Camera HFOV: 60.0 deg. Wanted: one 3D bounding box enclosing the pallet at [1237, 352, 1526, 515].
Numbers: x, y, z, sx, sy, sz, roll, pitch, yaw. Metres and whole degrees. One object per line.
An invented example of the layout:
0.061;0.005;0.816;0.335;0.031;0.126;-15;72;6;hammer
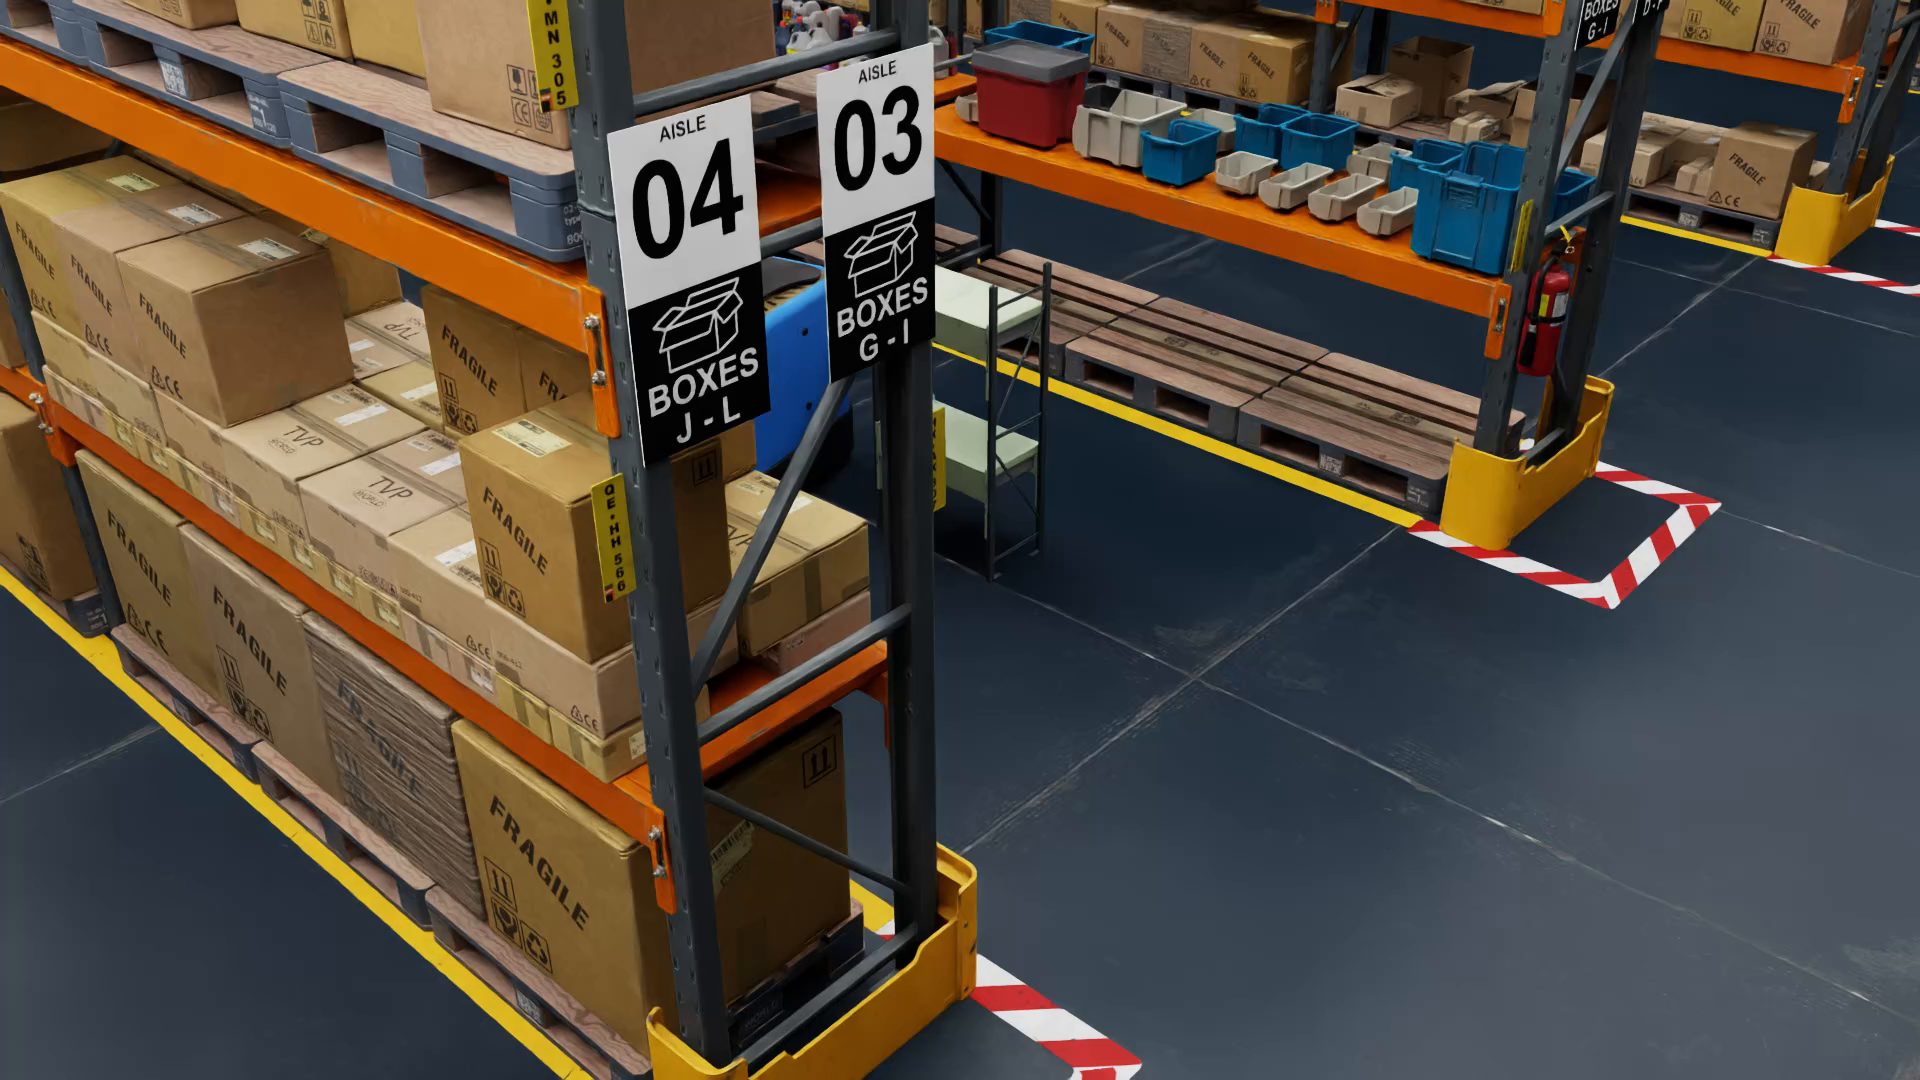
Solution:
2.284;-0.608;9.055;1.213;0.211;1.003;25;39;35;pallet

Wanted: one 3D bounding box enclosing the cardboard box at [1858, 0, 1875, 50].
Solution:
6.044;-3.692;11.378;0.500;0.500;0.500;26;40;36;cardboard box

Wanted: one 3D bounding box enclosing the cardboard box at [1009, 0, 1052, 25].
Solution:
0.803;-4.836;15.371;0.500;0.500;0.500;23;38;33;cardboard box

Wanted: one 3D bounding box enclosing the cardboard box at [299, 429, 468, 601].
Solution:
-1.745;-0.090;5.347;0.500;0.250;0.500;24;38;34;cardboard box

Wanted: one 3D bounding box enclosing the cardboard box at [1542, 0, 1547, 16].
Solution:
4.555;-4.016;11.916;0.500;0.500;0.500;24;39;34;cardboard box

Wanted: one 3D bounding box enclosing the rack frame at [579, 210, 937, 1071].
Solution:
-0.454;0.392;4.691;0.127;3.000;1.000;25;39;35;rack frame

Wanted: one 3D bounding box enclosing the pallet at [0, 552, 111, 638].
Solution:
-4.042;-0.036;8.105;1.213;0.211;1.003;25;39;35;pallet

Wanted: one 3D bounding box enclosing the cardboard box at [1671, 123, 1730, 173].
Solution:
5.613;-2.875;12.357;0.500;0.250;0.500;25;39;35;cardboard box

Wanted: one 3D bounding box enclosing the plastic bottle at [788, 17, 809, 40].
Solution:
-1.037;-3.178;10.668;0.185;0.351;0.144;25;39;35;plastic bottle

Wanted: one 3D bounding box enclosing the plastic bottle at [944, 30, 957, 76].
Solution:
-0.082;-3.127;10.649;0.133;0.283;0.061;25;39;35;plastic bottle

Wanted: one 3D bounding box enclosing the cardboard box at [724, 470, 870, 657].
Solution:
-0.629;0.059;5.100;0.500;0.250;0.500;24;38;34;cardboard box

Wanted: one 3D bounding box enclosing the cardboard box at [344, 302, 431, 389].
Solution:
-2.152;-0.649;6.276;0.500;0.250;0.500;26;40;36;cardboard box

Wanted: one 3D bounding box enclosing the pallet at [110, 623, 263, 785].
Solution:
-2.908;0.495;7.223;1.213;0.211;1.003;25;39;35;pallet

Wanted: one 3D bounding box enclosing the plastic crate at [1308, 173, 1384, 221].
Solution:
1.938;-1.734;8.419;0.243;0.136;0.396;25;39;35;plastic crate

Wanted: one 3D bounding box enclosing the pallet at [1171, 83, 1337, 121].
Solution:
2.602;-3.852;14.444;1.213;0.211;1.003;25;39;35;pallet

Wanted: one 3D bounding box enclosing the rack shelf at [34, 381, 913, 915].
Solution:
-1.937;0.008;6.026;4.000;0.370;1.077;25;39;35;rack shelf

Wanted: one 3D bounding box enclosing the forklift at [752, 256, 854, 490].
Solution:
-2.111;-1.855;8.490;3.031;2.935;1.130;16;34;24;forklift

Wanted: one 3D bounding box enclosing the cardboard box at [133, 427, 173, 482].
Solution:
-2.837;-0.383;6.222;0.250;0.149;0.380;24;38;34;cardboard box

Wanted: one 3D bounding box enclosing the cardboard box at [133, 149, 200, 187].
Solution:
-2.899;-1.320;6.665;0.500;0.500;0.500;26;40;36;cardboard box

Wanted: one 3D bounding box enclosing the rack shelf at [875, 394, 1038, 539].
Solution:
-0.005;-0.366;8.035;0.720;0.370;0.431;25;39;35;rack shelf

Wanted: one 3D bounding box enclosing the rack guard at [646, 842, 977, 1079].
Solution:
-0.436;1.471;5.322;0.348;0.500;1.175;25;39;35;rack guard

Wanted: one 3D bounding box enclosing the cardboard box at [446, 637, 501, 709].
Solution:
-1.319;0.325;5.045;0.250;0.149;0.380;25;39;35;cardboard box

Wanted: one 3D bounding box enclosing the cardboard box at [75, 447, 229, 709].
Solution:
-2.984;-0.003;7.000;0.875;0.875;0.875;25;39;35;cardboard box

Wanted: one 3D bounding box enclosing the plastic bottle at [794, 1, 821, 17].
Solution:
-1.042;-3.540;11.342;0.135;0.276;0.152;25;39;35;plastic bottle

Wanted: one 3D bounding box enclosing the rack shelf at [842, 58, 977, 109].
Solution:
-1.579;-3.271;11.472;4.000;0.370;1.077;25;39;35;rack shelf

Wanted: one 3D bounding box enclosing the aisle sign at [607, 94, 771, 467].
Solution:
-0.602;-0.582;3.789;0.004;0.787;0.394;25;39;35;aisle sign

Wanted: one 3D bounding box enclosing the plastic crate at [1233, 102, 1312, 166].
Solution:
1.709;-2.227;9.145;0.300;0.233;0.416;25;39;35;plastic crate

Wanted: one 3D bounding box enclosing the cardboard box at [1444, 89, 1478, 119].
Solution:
4.162;-3.551;13.578;0.250;0.149;0.380;25;39;35;cardboard box

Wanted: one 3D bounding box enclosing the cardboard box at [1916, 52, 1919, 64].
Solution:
8.931;-4.604;15.005;0.500;0.500;0.700;25;39;35;cardboard box

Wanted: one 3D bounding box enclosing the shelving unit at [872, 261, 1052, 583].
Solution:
-0.005;-0.645;7.867;0.755;1.500;0.431;25;39;35;shelving unit

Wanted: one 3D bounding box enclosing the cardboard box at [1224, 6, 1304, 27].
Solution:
2.632;-4.338;14.545;0.500;0.500;0.500;26;39;36;cardboard box

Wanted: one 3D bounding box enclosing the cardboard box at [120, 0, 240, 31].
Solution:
-2.111;-1.872;4.943;0.500;0.500;0.700;27;40;37;cardboard box

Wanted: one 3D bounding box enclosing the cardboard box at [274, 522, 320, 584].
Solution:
-2.072;-0.027;5.630;0.250;0.149;0.380;26;40;36;cardboard box

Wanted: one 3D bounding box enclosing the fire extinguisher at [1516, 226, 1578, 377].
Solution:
2.677;-1.083;7.578;0.183;0.674;0.296;25;39;35;fire extinguisher

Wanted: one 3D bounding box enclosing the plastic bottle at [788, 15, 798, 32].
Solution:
-1.112;-3.454;11.272;0.097;0.201;0.097;0;31;0;plastic bottle

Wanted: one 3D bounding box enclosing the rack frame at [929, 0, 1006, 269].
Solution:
-0.096;-2.887;10.137;0.127;3.000;1.000;25;39;35;rack frame

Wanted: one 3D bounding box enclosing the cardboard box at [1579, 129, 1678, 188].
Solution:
4.944;-2.840;12.298;0.500;0.250;0.500;25;39;35;cardboard box

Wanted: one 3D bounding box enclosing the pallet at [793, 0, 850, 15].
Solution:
-1.220;-5.691;17.499;1.213;0.211;1.003;25;39;35;pallet

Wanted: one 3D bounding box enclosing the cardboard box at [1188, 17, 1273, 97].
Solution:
2.311;-4.133;14.203;0.500;0.500;0.500;25;39;35;cardboard box

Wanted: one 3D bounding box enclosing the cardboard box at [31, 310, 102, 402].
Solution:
-3.247;-0.793;6.516;0.500;0.250;0.500;24;39;34;cardboard box

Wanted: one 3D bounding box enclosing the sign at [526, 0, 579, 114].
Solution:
-0.828;-1.036;3.373;0.005;0.325;0.100;25;39;35;sign

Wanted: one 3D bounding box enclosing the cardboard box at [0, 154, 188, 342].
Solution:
-3.236;-1.114;6.321;0.500;0.500;0.500;25;39;35;cardboard box

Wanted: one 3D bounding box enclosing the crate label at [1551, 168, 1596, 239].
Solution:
2.908;-1.668;8.216;0.303;0.233;0.416;25;39;35;crate label

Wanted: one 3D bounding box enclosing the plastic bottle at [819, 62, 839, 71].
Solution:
-0.807;-2.912;10.292;0.133;0.283;0.061;25;39;35;plastic bottle

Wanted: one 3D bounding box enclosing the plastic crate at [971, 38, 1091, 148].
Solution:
0.398;-2.535;9.432;0.583;0.464;0.402;25;39;35;plastic crate
